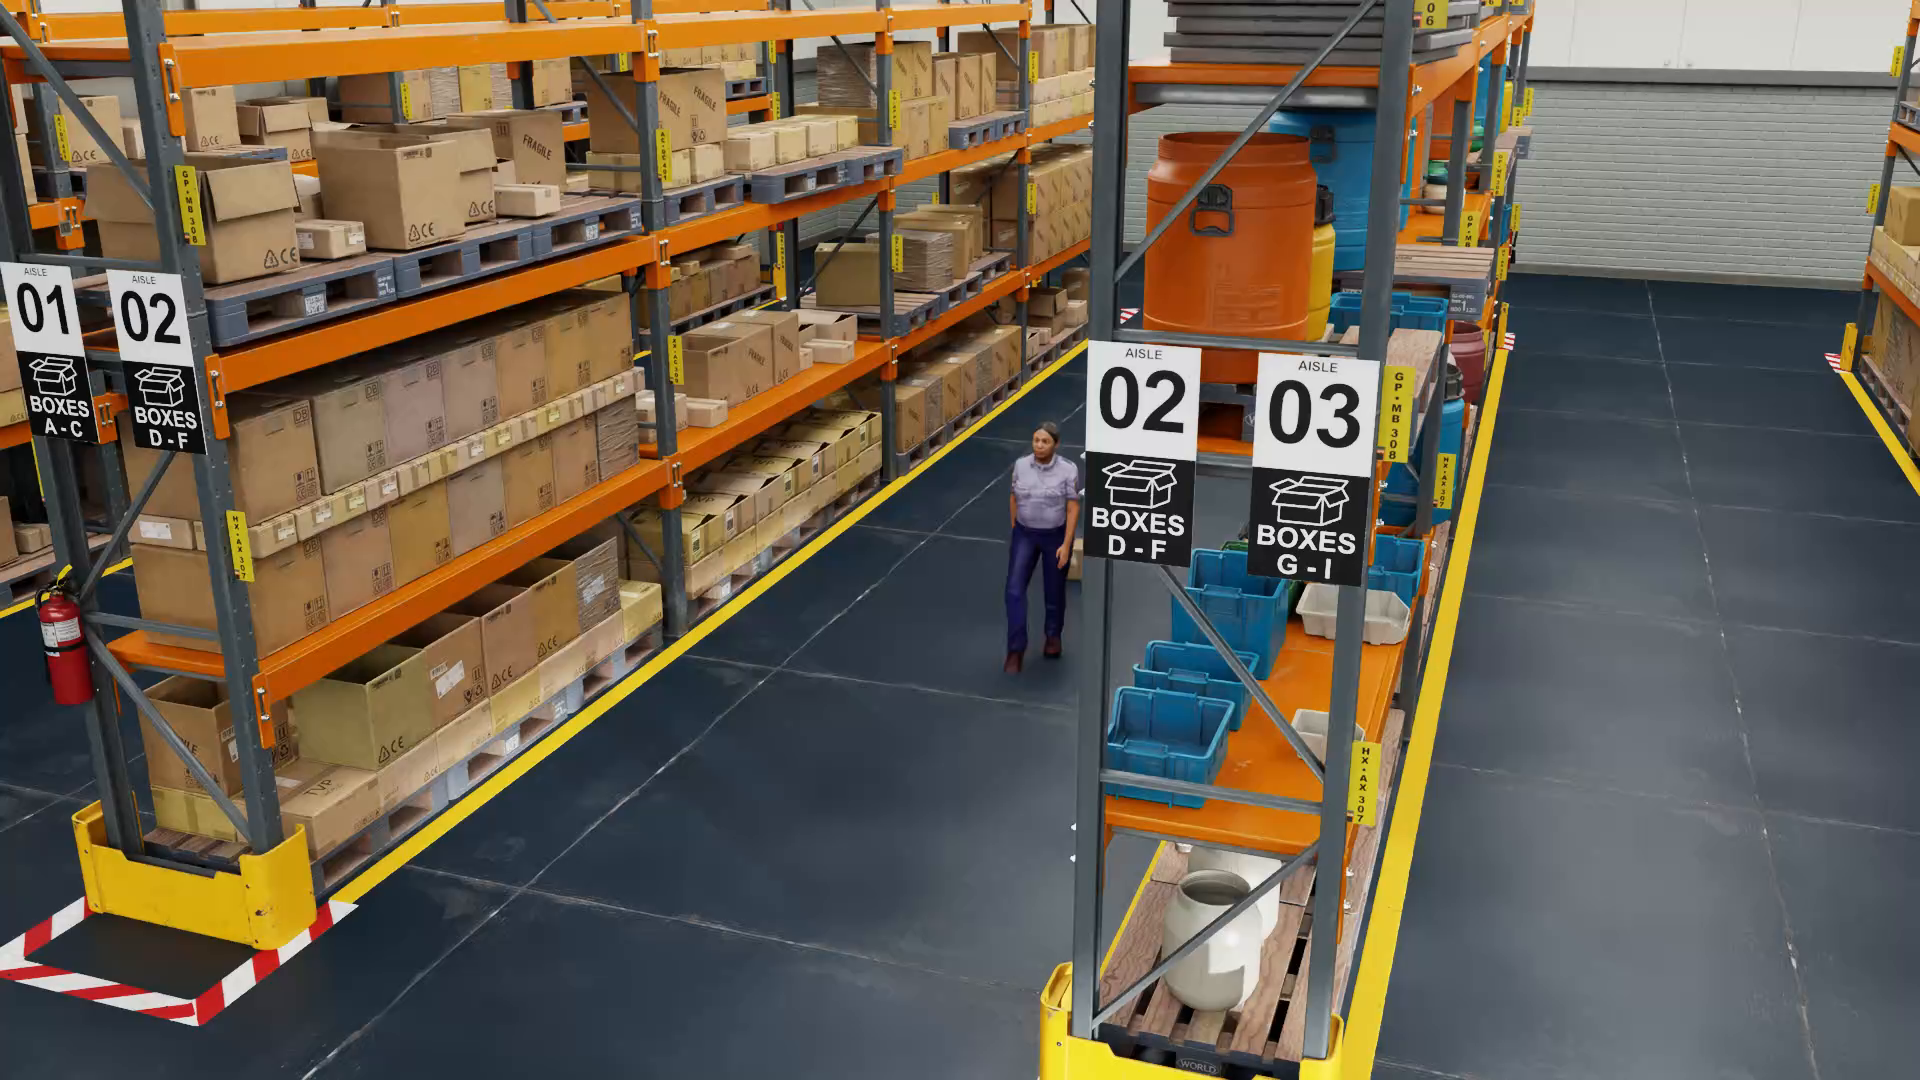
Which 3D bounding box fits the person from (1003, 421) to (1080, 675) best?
[{"bbox_3d":[0.543,0.058,10.989,0.491,1.695,0.625,4,19,13],"label":"person"}]
